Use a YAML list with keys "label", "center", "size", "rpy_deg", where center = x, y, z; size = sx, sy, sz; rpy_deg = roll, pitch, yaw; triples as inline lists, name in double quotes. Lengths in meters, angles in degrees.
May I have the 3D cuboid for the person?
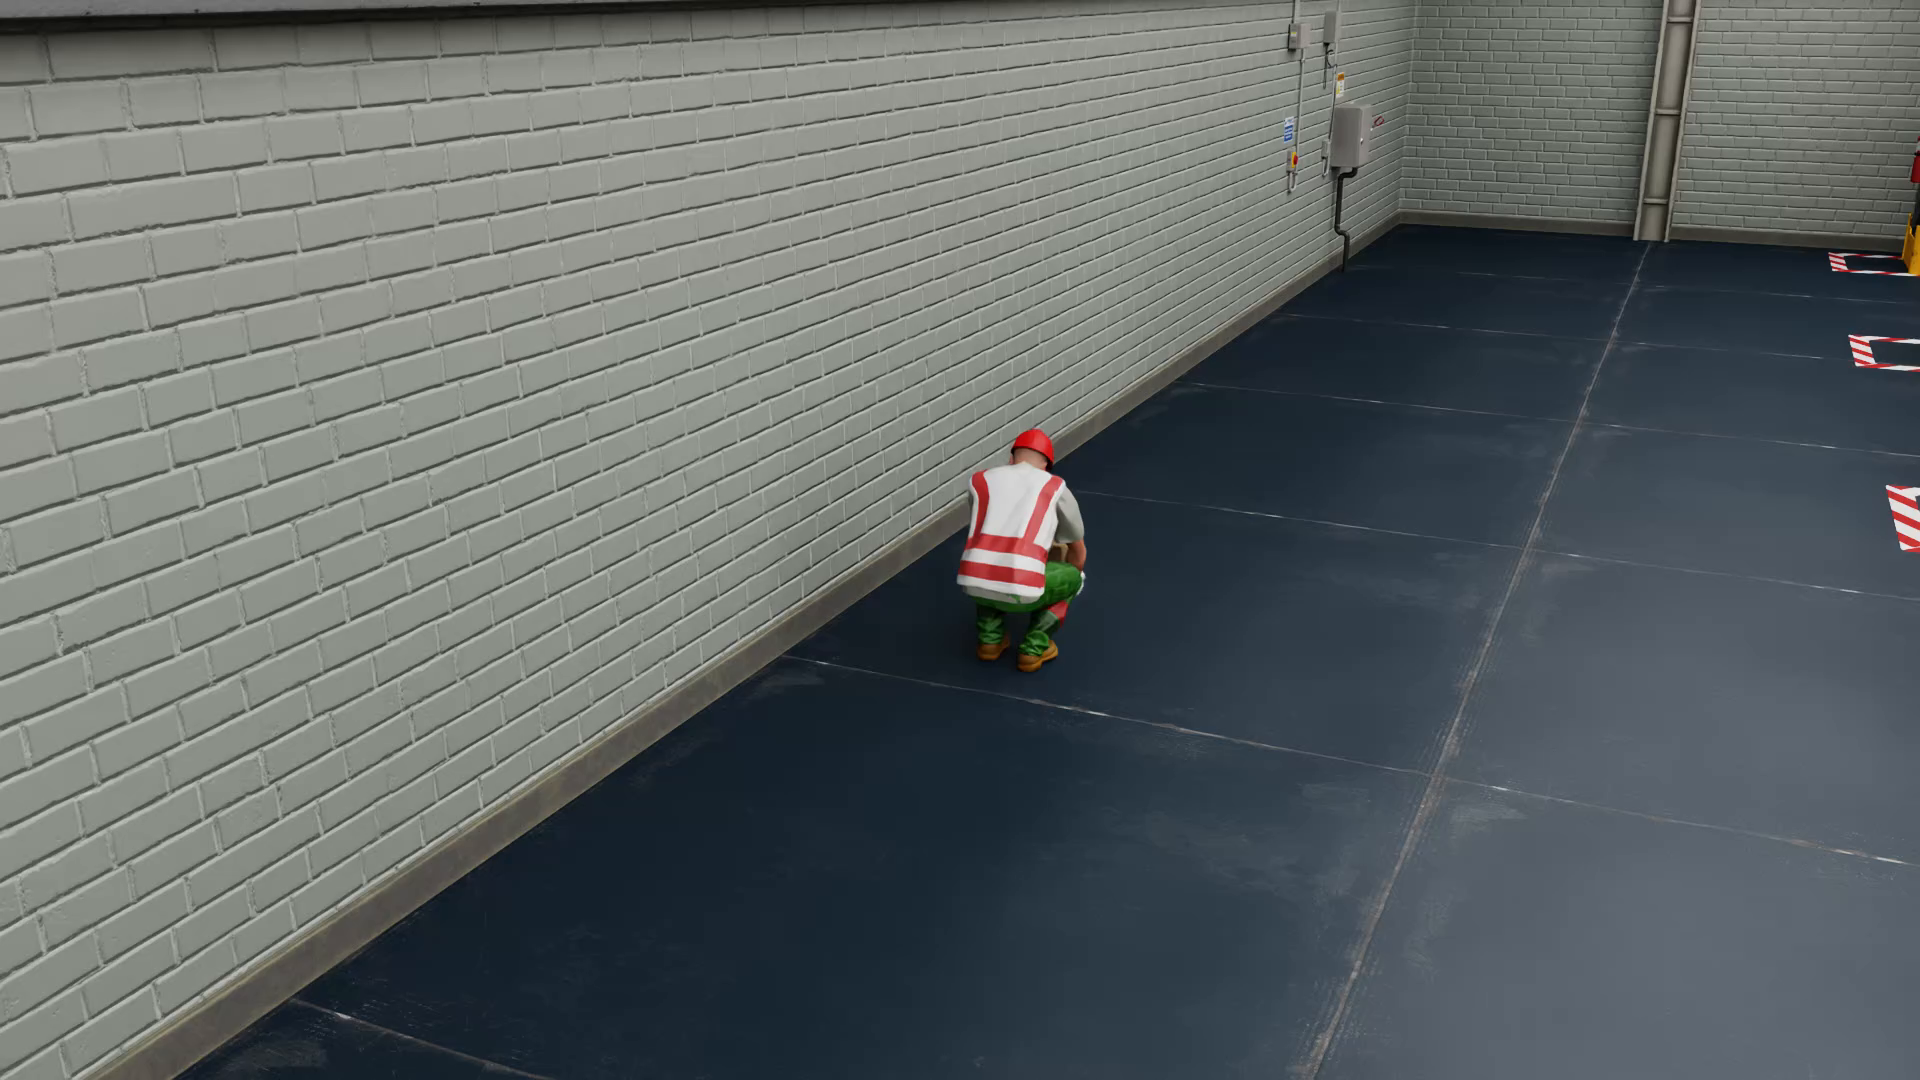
- label: "person"
  center: [0.272, 0.037, 7.664]
  size: [0.570, 0.992, 0.871]
  rpy_deg: [8, 21, 23]
